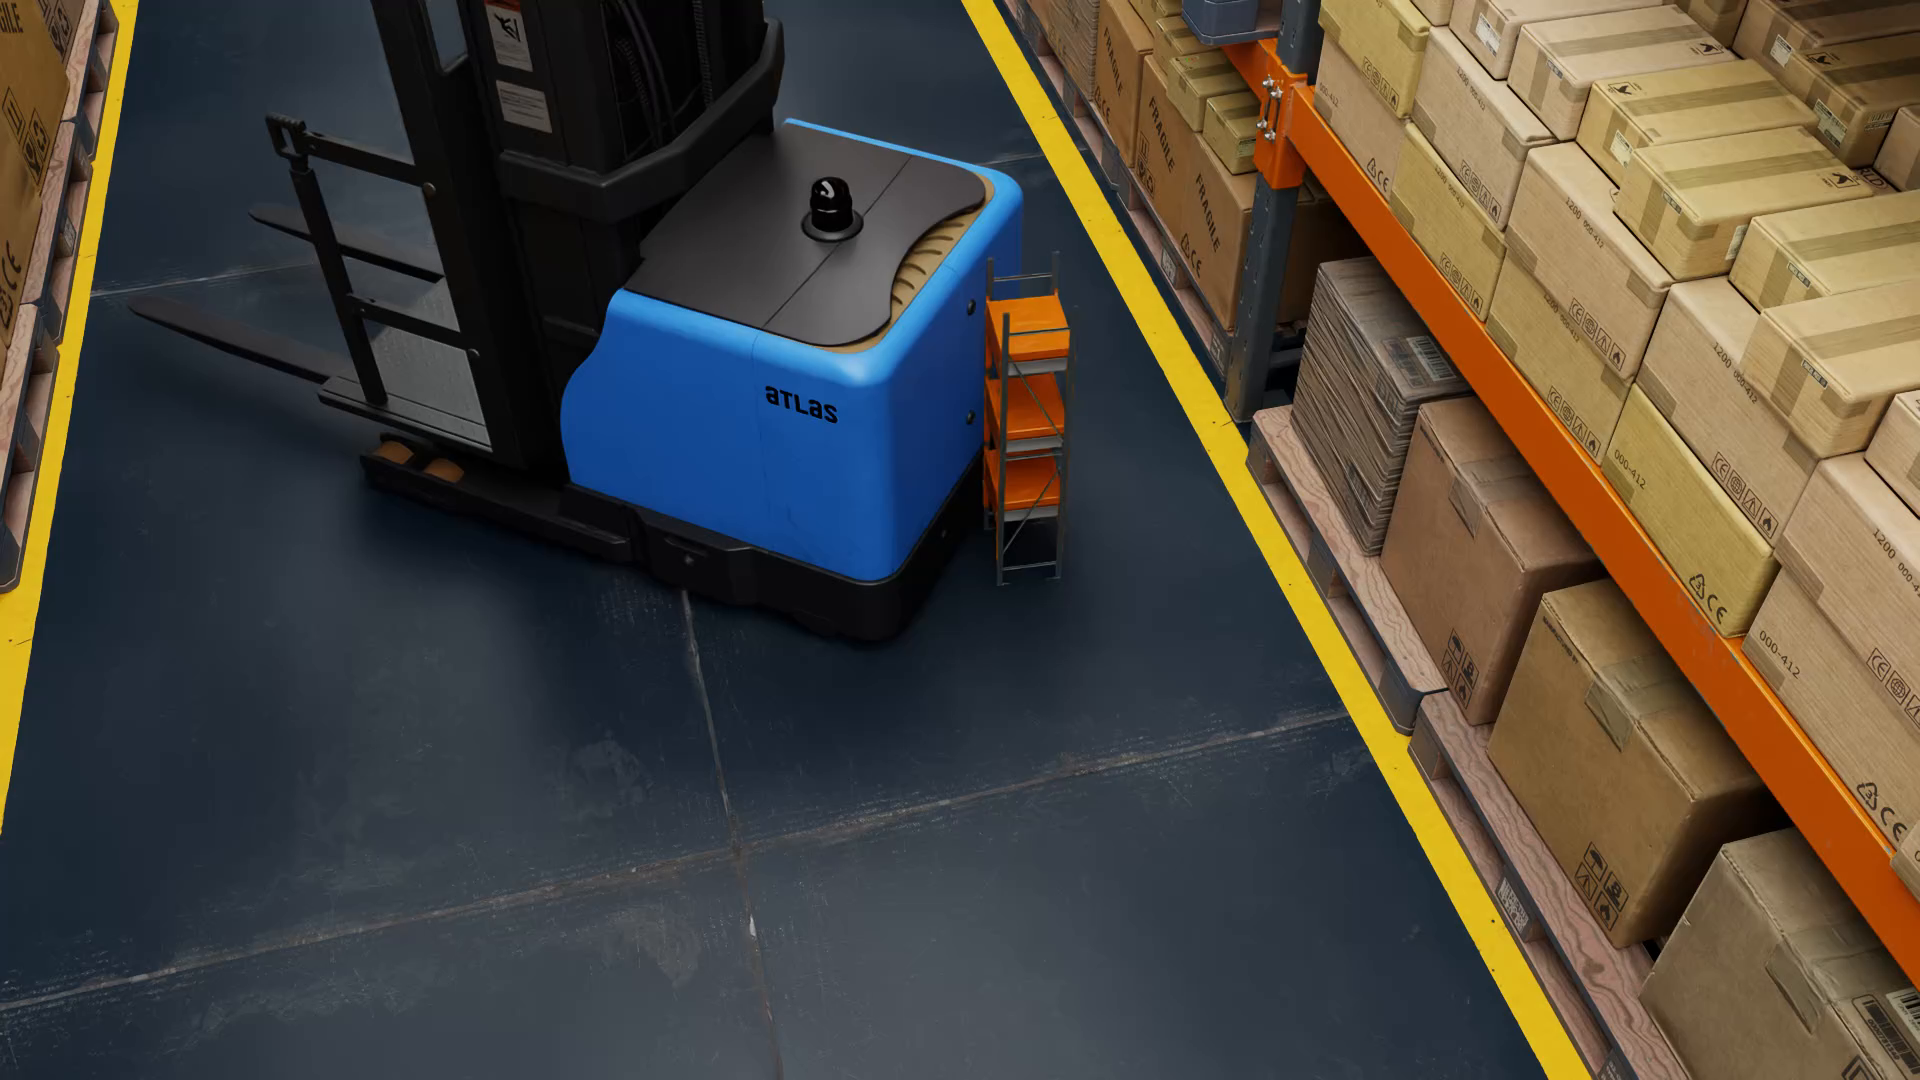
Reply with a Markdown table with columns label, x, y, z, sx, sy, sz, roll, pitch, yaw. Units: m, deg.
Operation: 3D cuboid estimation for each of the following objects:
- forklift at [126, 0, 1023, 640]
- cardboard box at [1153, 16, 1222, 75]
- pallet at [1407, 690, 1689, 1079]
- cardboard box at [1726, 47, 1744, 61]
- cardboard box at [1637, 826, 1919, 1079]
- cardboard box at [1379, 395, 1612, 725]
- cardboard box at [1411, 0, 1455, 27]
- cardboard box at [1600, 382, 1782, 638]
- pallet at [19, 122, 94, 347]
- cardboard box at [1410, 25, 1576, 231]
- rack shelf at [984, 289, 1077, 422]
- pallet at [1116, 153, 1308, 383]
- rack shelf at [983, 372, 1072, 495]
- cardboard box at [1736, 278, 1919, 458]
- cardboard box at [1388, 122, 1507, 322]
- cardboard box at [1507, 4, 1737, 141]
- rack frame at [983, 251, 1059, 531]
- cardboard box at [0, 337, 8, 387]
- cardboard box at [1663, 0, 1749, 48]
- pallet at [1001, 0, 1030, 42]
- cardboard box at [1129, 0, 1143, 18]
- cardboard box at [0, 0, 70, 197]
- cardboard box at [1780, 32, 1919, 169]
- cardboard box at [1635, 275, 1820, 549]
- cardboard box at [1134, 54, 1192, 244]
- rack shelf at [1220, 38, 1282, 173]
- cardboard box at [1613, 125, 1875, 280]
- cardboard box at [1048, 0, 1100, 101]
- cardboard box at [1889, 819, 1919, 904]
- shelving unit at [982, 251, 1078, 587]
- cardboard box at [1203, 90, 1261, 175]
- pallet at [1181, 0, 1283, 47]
| label | x | y | z | sx | sy | sz | roll | pitch | yaw |
| --- | --- | --- | --- | --- | --- | --- | --- | --- | --- |
| forklift | -1.363 | -1.447 | 4.616 | 3.031 | 2.935 | 1.130 | 18 | 48 | 17 |
| cardboard box | 0.905 | -1.735 | 5.852 | 0.380 | 0.149 | 0.250 | -12 | 47 | -12 |
| pallet | 1.883 | 0.823 | 4.295 | 1.003 | 0.211 | 1.213 | -11 | 47 | -10 |
| cardboard box | 1.917 | -1.079 | 3.963 | 0.500 | 0.250 | 0.500 | -10 | 46 | -10 |
| cardboard box | 2.089 | 0.981 | 3.557 | 0.875 | 0.625 | 0.625 | -11 | 47 | -11 |
| cardboard box | 1.722 | -0.002 | 4.520 | 0.875 | 0.625 | 0.625 | -9 | 46 | -9 |
| cardboard box | 1.268 | -1.373 | 3.971 | 0.380 | 0.149 | 0.250 | -10 | 46 | -9 |
| cardboard box | 1.672 | -0.105 | 3.357 | 0.500 | 0.250 | 0.500 | -9 | 46 | -9 |
| pallet | -3.834 | -1.082 | 6.162 | 1.003 | 0.211 | 1.213 | -11 | 47 | -10 |
| cardboard box | 1.406 | -0.995 | 3.879 | 0.500 | 0.250 | 0.500 | -9 | 46 | -9 |
| rack shelf | 0.192 | -0.515 | 4.637 | 0.215 | 0.259 | 0.240 | -7 | 46 | -6 |
| pallet | 1.246 | -1.115 | 6.195 | 1.003 | 0.211 | 1.213 | -11 | 47 | -10 |
| rack shelf | 0.192 | -0.316 | 4.840 | 0.215 | 0.259 | 0.240 | -7 | 46 | -6 |
| cardboard box | 1.624 | -0.310 | 2.930 | 0.380 | 0.149 | 0.250 | -12 | 47 | -11 |
| cardboard box | 1.402 | -0.817 | 4.056 | 0.500 | 0.250 | 0.500 | -12 | 47 | -11 |
| cardboard box | 1.437 | -1.022 | 3.627 | 0.380 | 0.149 | 0.250 | -10 | 46 | -10 |
| rack frame | 0.173 | -0.410 | 4.917 | 0.200 | 1.050 | 0.008 | -7 | 46 | -6 |
| cardboard box | -3.493 | -0.554 | 4.887 | 0.875 | 0.875 | 0.875 | -11 | 47 | -11 |
| cardboard box | 1.862 | -1.293 | 3.893 | 0.380 | 0.149 | 0.250 | -11 | 47 | -10 |
| pallet | 0.622 | -2.800 | 7.846 | 1.003 | 0.211 | 1.213 | -11 | 47 | -10 |
| cardboard box | 0.817 | -2.098 | 6.208 | 0.380 | 0.149 | 0.250 | -11 | 47 | -11 |
| cardboard box | -3.945 | -1.788 | 6.096 | 0.875 | 0.875 | 0.875 | -9 | 46 | -9 |
| cardboard box | 1.984 | -0.942 | 3.549 | 0.380 | 0.149 | 0.250 | -11 | 47 | -11 |
| cardboard box | 1.677 | -0.282 | 3.181 | 0.500 | 0.250 | 0.500 | -10 | 46 | -10 |
| cardboard box | 0.967 | -1.441 | 6.018 | 0.500 | 0.500 | 0.500 | -11 | 47 | -11 |
| rack shelf | 0.889 | -2.698 | 6.298 | 1.077 | 0.370 | 4.000 | -11 | 47 | -10 |
| cardboard box | 1.539 | -0.668 | 3.280 | 0.380 | 0.149 | 0.250 | -10 | 46 | -9 |
| cardboard box | 0.679 | -2.157 | 6.720 | 0.500 | 0.500 | 0.500 | -12 | 47 | -12 |
| cardboard box | 1.909 | 0.599 | 2.668 | 0.500 | 0.250 | 0.500 | -11 | 47 | -11 |
| shelving unit | 0.192 | -0.324 | 4.832 | 0.215 | 1.050 | 0.252 | -7 | 46 | -6 |
| cardboard box | 1.030 | -1.363 | 5.487 | 0.380 | 0.149 | 0.250 | -13 | 47 | -12 |
| pallet | 1.160 | -1.957 | 5.202 | 1.213 | 0.211 | 1.003 | -11 | 47 | -10 |
